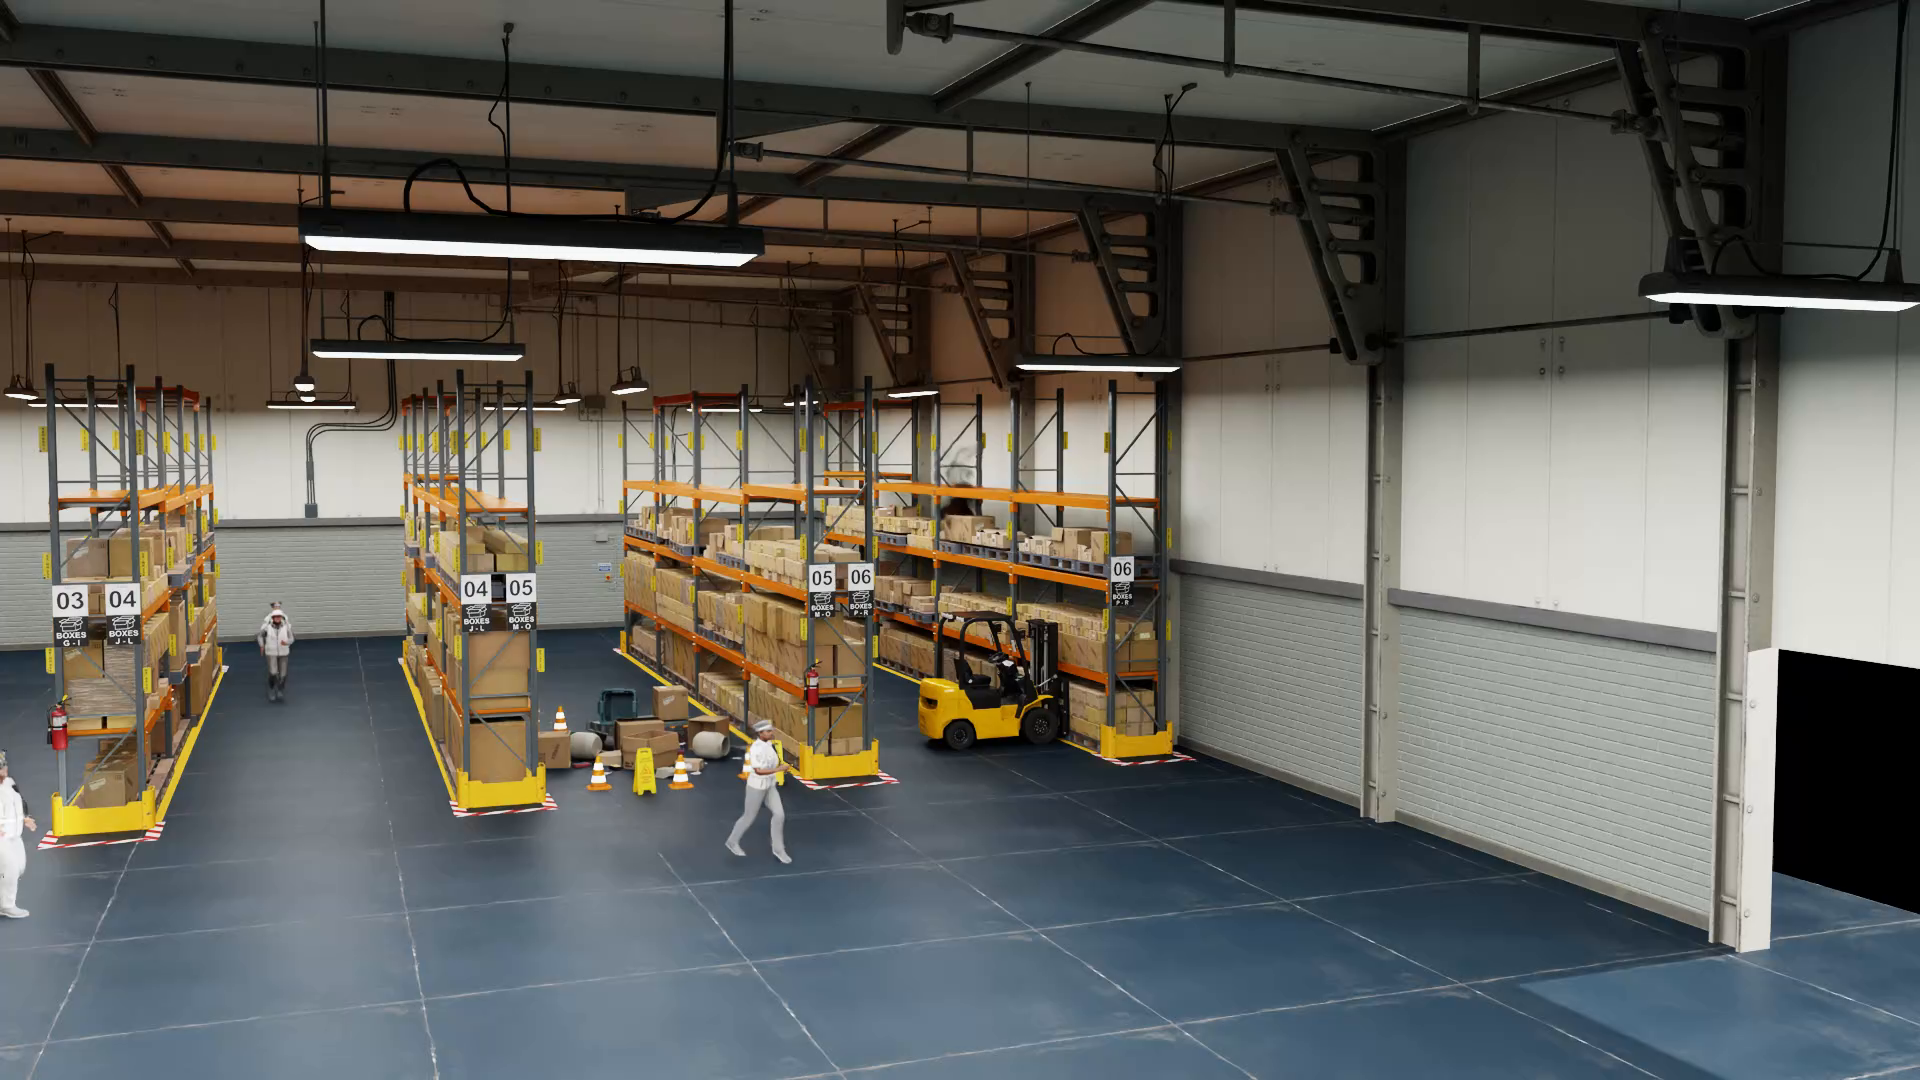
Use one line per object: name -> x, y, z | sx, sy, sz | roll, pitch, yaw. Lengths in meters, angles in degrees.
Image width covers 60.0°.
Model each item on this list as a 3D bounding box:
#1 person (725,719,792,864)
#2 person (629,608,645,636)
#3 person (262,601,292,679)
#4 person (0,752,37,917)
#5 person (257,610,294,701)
person -> -2.396, 2.986, 19.857 | 0.863, 1.737, 0.547 | 1, 4, 23
person -> -8.012, 1.780, 41.054 | 0.839, 1.623, 0.668 | 0, 3, 3
person -> -14.494, 2.114, 35.301 | 0.611, 1.635, 0.606 | -2, 4, -32
person -> -10.213, 3.116, 17.605 | 0.696, 1.750, 0.664 | 0, 3, 7
person -> -13.240, 2.237, 32.240 | 0.634, 1.773, 0.695 | -2, 4, -30
